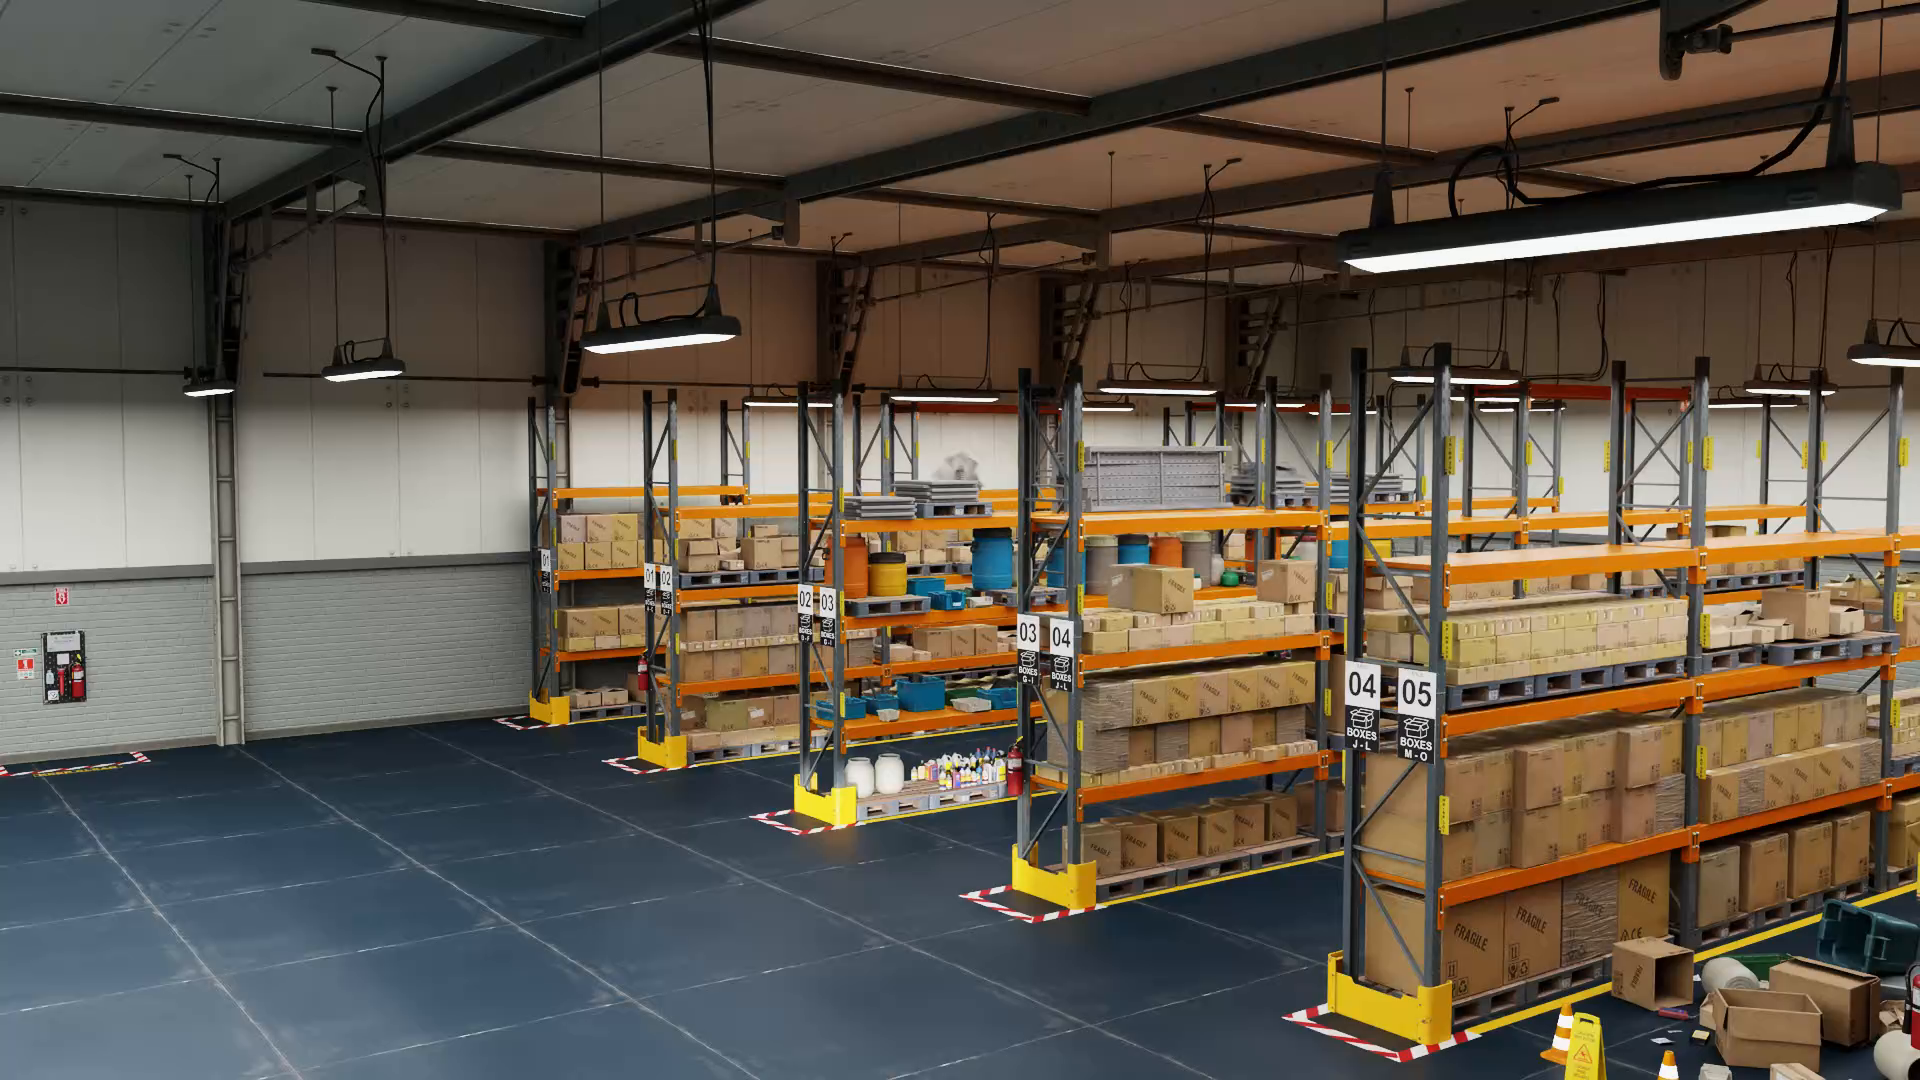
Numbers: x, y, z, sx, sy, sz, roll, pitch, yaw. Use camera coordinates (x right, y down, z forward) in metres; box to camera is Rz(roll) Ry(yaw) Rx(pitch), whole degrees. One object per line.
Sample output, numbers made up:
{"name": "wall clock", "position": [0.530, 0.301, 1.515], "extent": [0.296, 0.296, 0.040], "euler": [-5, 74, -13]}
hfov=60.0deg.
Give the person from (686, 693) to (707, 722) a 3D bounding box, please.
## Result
{"name": "person", "position": [-4.732, 2.577, 29.006], "extent": [0.631, 1.850, 0.754], "euler": [3, 5, 42]}
